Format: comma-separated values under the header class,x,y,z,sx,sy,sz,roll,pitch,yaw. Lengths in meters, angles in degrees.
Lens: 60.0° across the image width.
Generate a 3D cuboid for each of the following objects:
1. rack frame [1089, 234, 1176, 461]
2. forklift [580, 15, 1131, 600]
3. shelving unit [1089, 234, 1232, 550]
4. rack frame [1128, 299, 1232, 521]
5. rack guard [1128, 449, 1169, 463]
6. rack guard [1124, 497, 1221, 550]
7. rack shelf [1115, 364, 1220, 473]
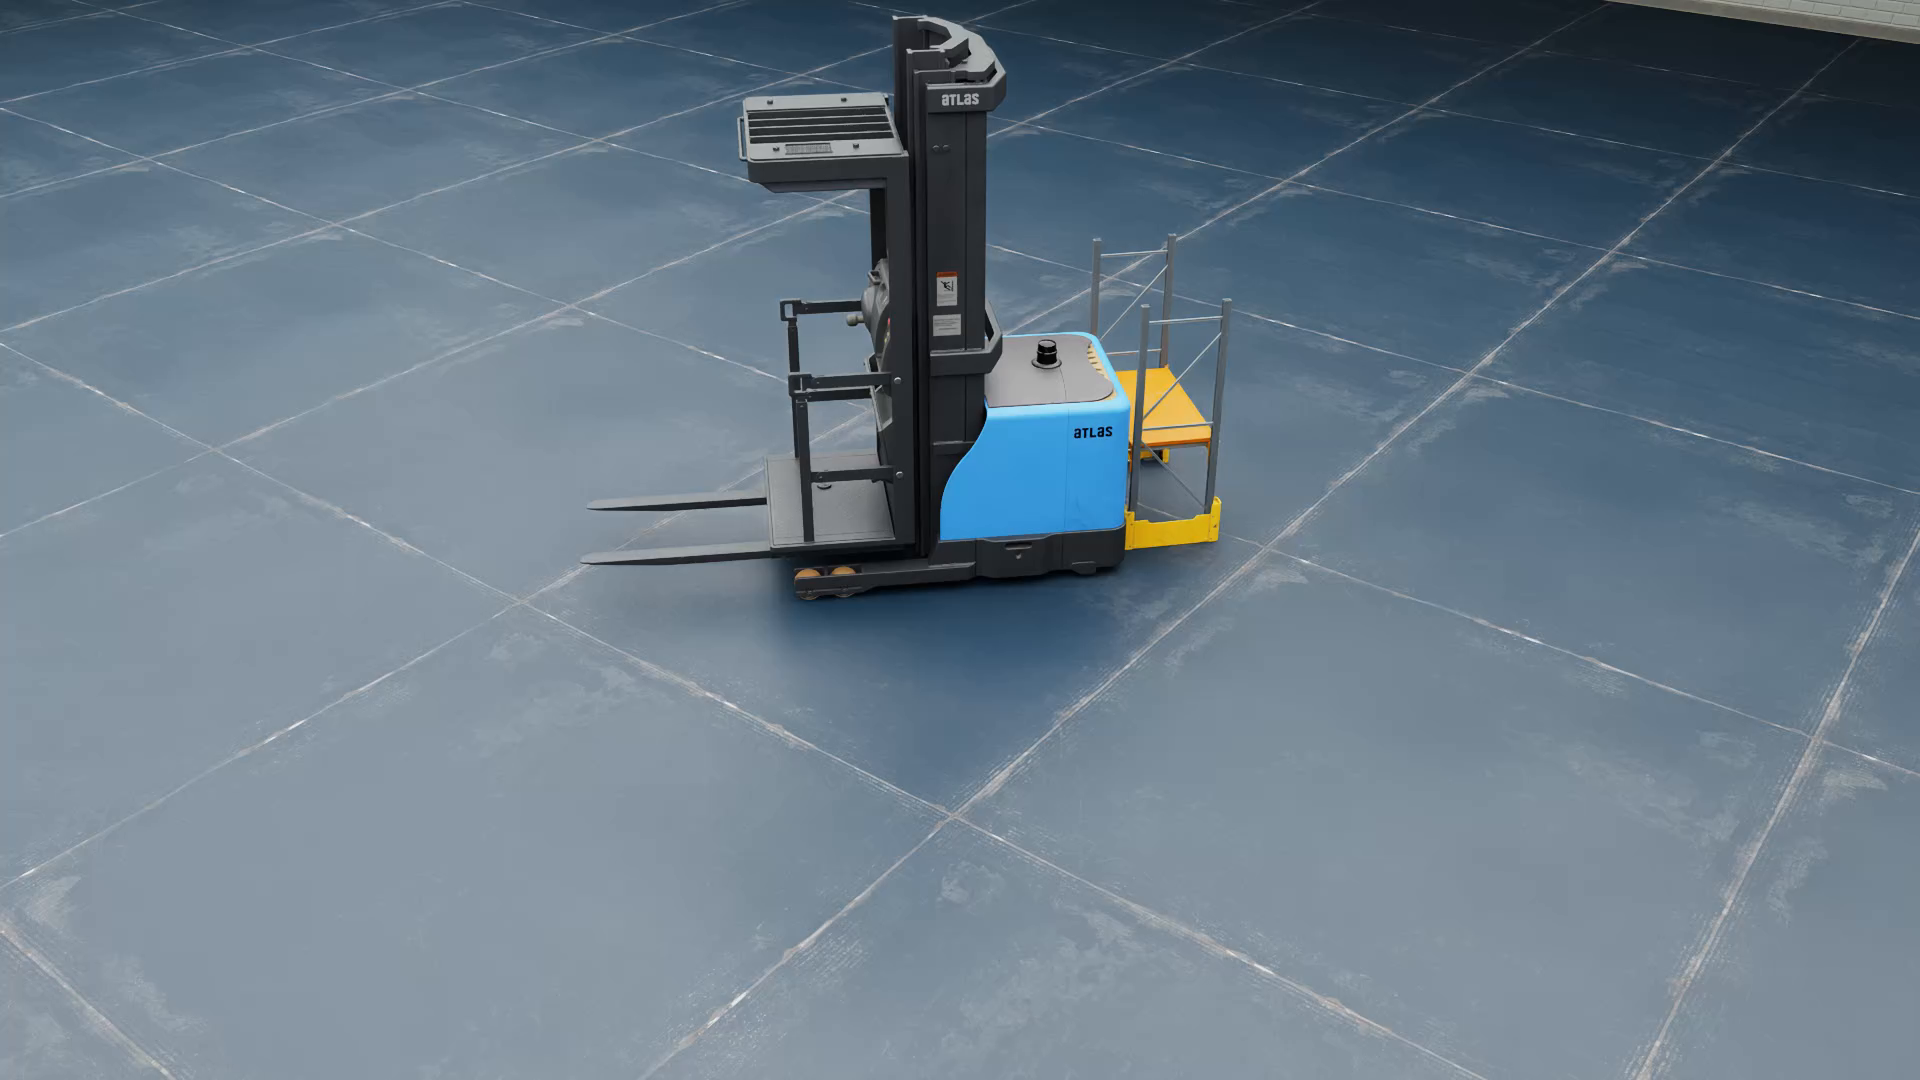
class,x,y,z,sx,sy,sz,roll,pitch,yaw
rack frame,1.032,-1.143,10.207,0.500,1.500,0.032,-5,31,-9
forklift,-0.625,-1.218,8.930,3.031,2.935,1.130,-4,31,-7
shelving unit,1.128,-0.884,9.770,0.587,1.500,1.083,-5,31,-9
rack frame,1.220,-0.634,9.348,0.500,1.500,0.032,-5,31,-9
rack guard,1.035,-0.596,10.509,0.587,0.250,0.087,-5,31,-9
rack guard,1.219,-0.097,9.667,0.587,0.250,0.087,-5,31,-9
rack shelf,1.126,-0.734,9.869,0.538,0.185,1.000,-5,31,-9
